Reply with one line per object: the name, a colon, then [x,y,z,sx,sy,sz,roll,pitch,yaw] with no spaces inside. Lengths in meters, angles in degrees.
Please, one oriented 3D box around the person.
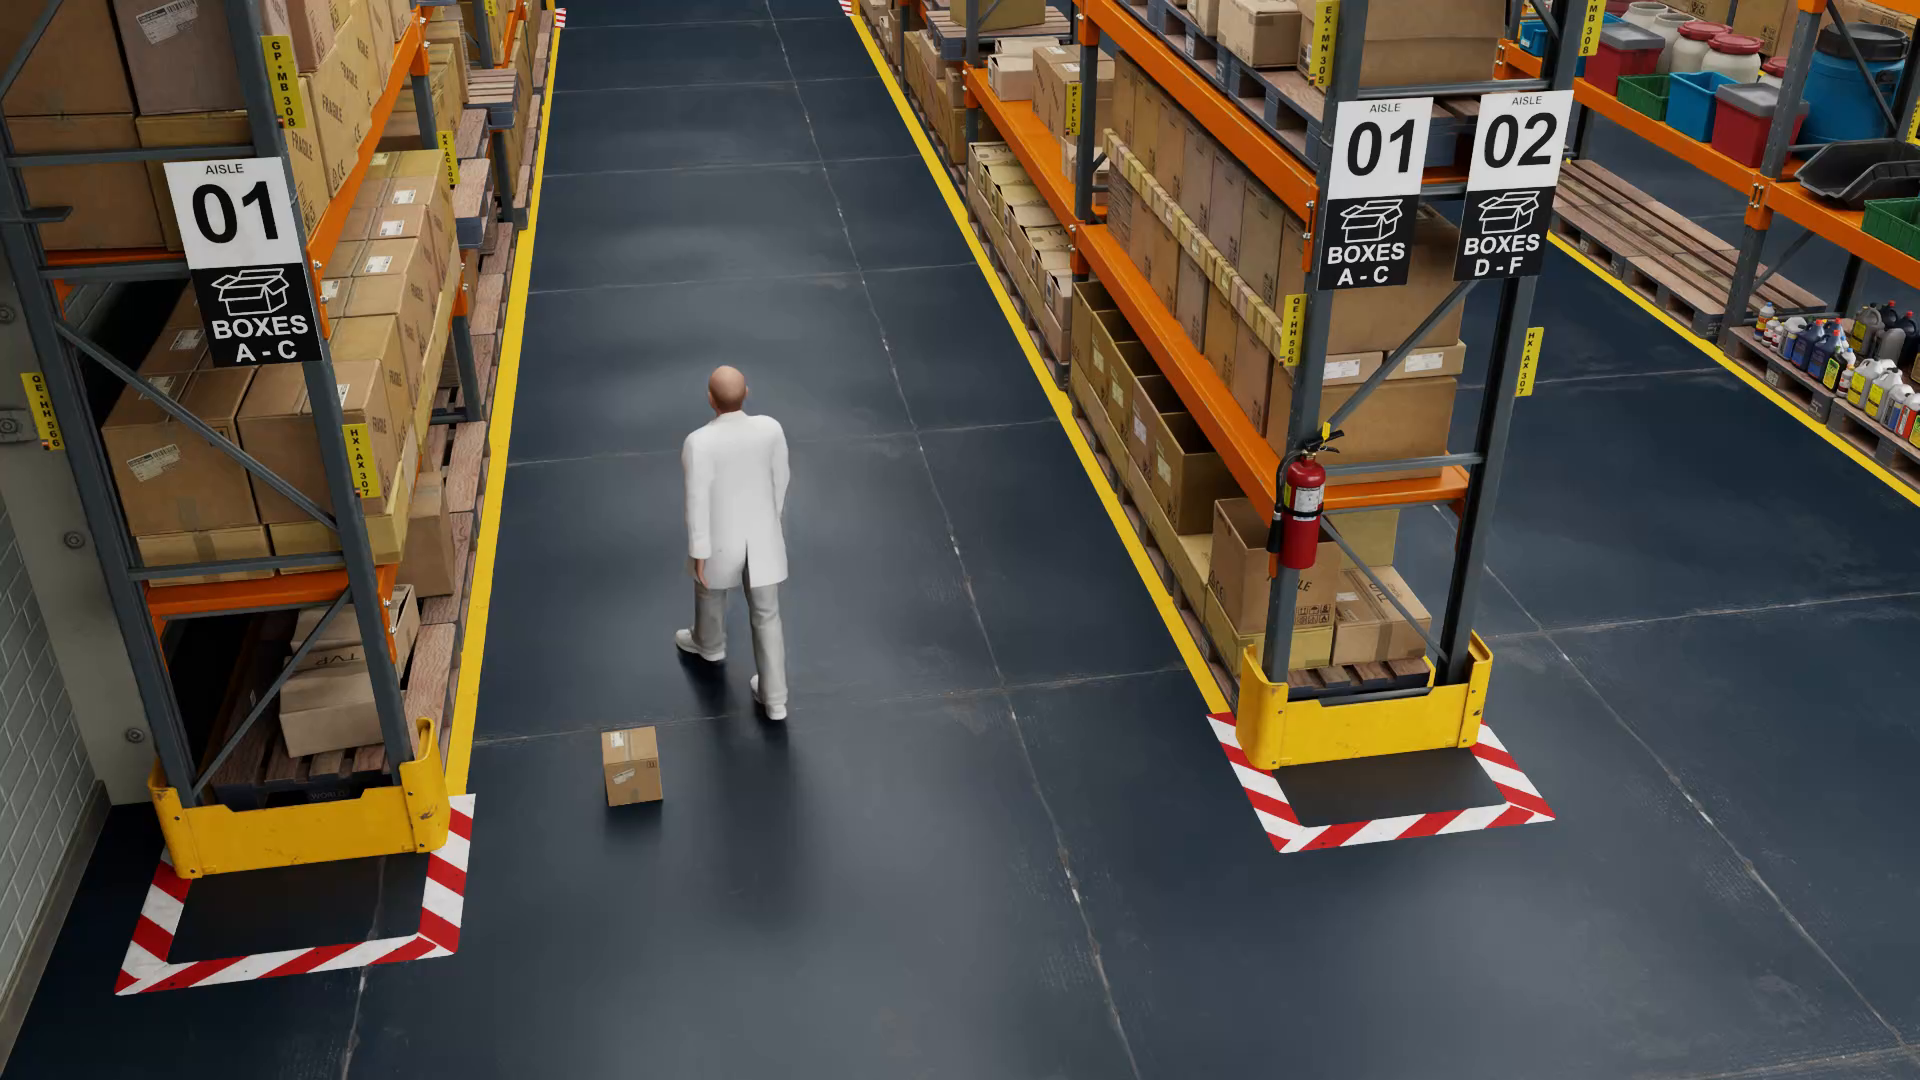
person: [-1.108,-0.051,8.219,0.587,1.735,0.983,-13,33,-21]
